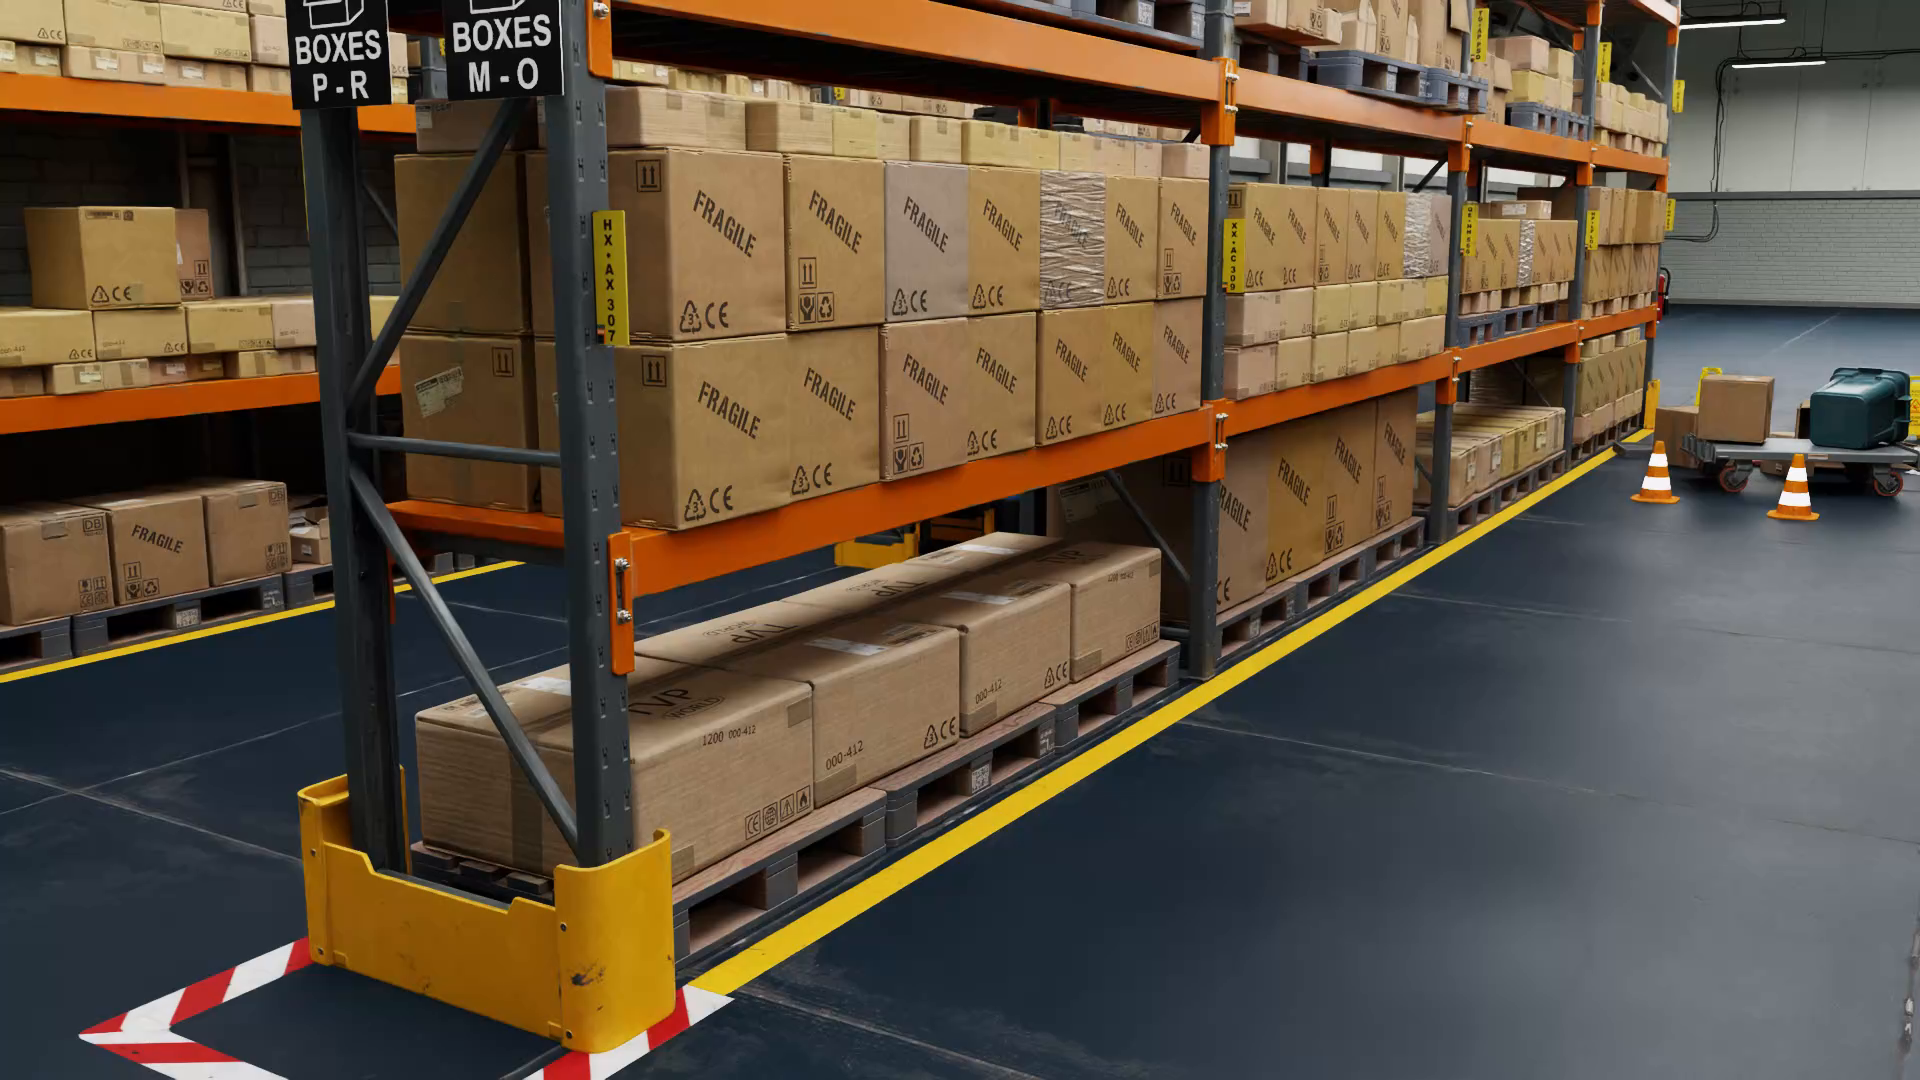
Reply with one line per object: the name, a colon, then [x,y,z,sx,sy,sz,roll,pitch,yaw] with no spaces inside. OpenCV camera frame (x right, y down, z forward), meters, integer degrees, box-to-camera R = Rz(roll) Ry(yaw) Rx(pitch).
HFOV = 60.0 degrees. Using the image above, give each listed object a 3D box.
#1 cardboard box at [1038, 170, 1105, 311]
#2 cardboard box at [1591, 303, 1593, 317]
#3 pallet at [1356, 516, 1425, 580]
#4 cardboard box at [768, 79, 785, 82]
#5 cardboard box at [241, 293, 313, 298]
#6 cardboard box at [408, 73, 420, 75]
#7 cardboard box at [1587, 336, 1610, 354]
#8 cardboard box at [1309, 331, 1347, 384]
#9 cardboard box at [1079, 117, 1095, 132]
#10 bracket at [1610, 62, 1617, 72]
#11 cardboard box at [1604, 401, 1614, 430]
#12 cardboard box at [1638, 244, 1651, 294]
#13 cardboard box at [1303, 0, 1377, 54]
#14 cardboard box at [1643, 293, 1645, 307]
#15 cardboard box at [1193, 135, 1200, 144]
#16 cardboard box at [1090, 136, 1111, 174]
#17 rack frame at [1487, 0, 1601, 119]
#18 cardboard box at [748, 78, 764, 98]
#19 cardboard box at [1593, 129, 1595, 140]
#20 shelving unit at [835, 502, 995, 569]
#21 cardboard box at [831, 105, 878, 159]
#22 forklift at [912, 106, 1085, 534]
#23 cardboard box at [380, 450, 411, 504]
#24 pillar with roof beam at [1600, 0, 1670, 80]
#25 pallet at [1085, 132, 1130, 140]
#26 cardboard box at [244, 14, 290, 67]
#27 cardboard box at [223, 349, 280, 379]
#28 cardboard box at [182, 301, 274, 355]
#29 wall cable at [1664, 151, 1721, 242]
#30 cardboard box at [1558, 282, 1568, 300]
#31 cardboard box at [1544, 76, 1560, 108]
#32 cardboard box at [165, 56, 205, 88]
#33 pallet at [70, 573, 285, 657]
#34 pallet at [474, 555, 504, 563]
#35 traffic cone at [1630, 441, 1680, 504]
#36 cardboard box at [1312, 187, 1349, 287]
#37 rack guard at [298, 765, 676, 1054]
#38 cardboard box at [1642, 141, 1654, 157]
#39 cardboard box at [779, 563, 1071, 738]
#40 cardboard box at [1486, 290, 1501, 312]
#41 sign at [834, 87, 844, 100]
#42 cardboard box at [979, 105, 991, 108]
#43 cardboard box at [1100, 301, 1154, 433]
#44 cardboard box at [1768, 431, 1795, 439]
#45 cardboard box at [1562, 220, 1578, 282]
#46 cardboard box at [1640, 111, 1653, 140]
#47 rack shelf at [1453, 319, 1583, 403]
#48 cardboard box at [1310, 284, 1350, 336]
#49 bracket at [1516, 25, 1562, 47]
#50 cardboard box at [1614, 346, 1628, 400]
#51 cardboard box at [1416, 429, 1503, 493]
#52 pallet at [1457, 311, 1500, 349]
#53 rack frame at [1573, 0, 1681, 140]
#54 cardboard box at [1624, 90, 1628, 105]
cardboard box: [0.214,-1.140,6.318,0.500,0.500,0.500,7,12,31]
cardboard box: [5.540,-2.103,15.133,0.380,0.149,0.250,6,12,30]
pallet: [2.353,-0.002,10.804,1.003,0.211,1.213,6,12,31]
cardboard box: [-1.570,-3.592,12.768,0.380,0.149,0.250,6,12,29]
cardboard box: [-3.982,-1.354,10.049,0.500,0.250,0.500,6,12,30]
cardboard box: [-3.289,-3.036,10.551,0.380,0.149,0.250,7,13,32]
cardboard box: [5.822,-1.822,15.482,0.380,0.149,0.250,7,13,33]
cardboard box: [1.751,-0.991,8.918,0.500,0.250,0.500,6,12,30]
cardboard box: [1.152,-4.240,16.983,0.380,0.149,0.250,7,13,32]
bracket: [17.267,-12.535,44.086,0.235,0.232,0.430,6,12,31]
cardboard box: [5.981,-1.209,16.005,0.500,0.250,0.500,6,12,30]
cardboard box: [6.670,-2.753,16.841,0.500,0.500,0.500,6,12,31]
cardboard box: [1.998,-2.729,8.865,0.396,0.266,0.258,8,13,35]
cardboard box: [6.781,-2.456,17.018,0.380,0.149,0.250,6,12,30]
cardboard box: [2.565,-4.668,19.270,0.380,0.149,0.250,6,12,29]
cardboard box: [0.379,-1.530,6.637,0.380,0.149,0.250,6,12,30]
rack frame: [4.903,-5.067,13.980,1.000,3.000,0.127,6,12,31]
cardboard box: [-1.705,-3.403,12.566,0.380,0.149,0.250,7,13,32]
cardboard box: [5.279,-3.495,14.417,0.380,0.149,0.250,6,12,30]
shelving unit: [-0.279,-0.639,10.706,0.587,1.500,1.083,6,12,29]
cardboard box: [-0.476,-1.241,5.094,0.380,0.149,0.250,6,12,29]
forklift: [0.669,-1.680,12.376,1.130,2.935,3.031,6,12,29]
cardboard box: [-3.492,-0.417,11.096,0.500,0.500,0.500,6,12,30]
pillar with roof beam: [20.859,-10.453,42.750,9.100,9.000,0.548,6,12,31]
pallet: [1.080,-4.159,17.524,1.003,0.211,1.213,6,12,31]
cardboard box: [-3.792,-2.698,9.076,0.500,0.250,0.500,6,12,29]
cardboard box: [-3.943,-0.968,9.072,0.380,0.149,0.250,6,12,30]
cardboard box: [-4.068,-1.145,8.935,0.500,0.250,0.500,6,12,30]
wall cable: [19.839,-9.675,47.033,3.097,2.526,0.112,6,12,31]
cardboard box: [4.872,-2.094,13.943,0.380,0.149,0.250,7,12,32]
cardboard box: [4.457,-3.541,13.244,0.500,0.250,0.500,7,12,31]
cardboard box: [-4.126,-2.403,8.582,0.380,0.149,0.250,7,12,31]
pallet: [-4.484,0.338,8.992,1.003,0.211,1.213,6,12,31]
pallet: [-3.104,-0.095,11.300,1.003,0.211,1.213,6,12,31]
traffic cone: [5.456,-0.543,13.009,0.336,0.463,0.334,6,12,31]
cardboard box: [1.727,-1.604,8.795,0.500,0.500,0.500,6,12,29]
rack guard: [-1.339,1.001,4.661,1.175,0.500,0.348,6,12,31]
cardboard box: [6.766,-3.935,16.765,0.380,0.149,0.250,7,13,32]
cardboard box: [-0.132,0.422,6.783,0.875,0.438,0.875,6,12,29]
cardboard box: [3.672,-1.727,11.981,0.380,0.149,0.250,6,12,31]
sign: [-0.955,-3.639,13.099,0.100,0.325,0.005,6,12,31]
cardboard box: [0.093,-4.020,15.369,0.500,0.311,0.500,6,12,29]
cardboard box: [0.465,-0.730,6.847,0.500,0.500,0.500,6,12,29]
cardboard box: [8.026,-0.947,16.023,0.250,0.149,0.380,-6,12,-28]
cardboard box: [4.860,-2.425,13.951,0.500,0.500,0.500,6,12,30]
cardboard box: [6.417,-4.027,16.175,0.500,0.250,0.500,7,13,32]
rack shelf: [3.865,-1.450,12.918,1.077,0.370,4.000,6,12,31]
cardboard box: [1.751,-1.236,8.867,0.500,0.250,0.500,7,12,31]
bracket: [12.815,-11.186,36.881,0.076,0.066,4.783,6,12,31]
cardboard box: [6.251,-1.659,16.371,0.500,0.500,0.500,6,12,29]
cardboard box: [3.505,-0.609,12.468,0.950,0.372,0.625,6,12,30]
pallet: [3.106,-1.517,11.842,1.213,0.211,1.003,6,12,31]
rack frame: [6.980,-5.696,17.340,1.000,3.000,0.127,6,12,31]
cardboard box: [5.975,-4.089,15.426,0.380,0.149,0.250,6,12,30]
